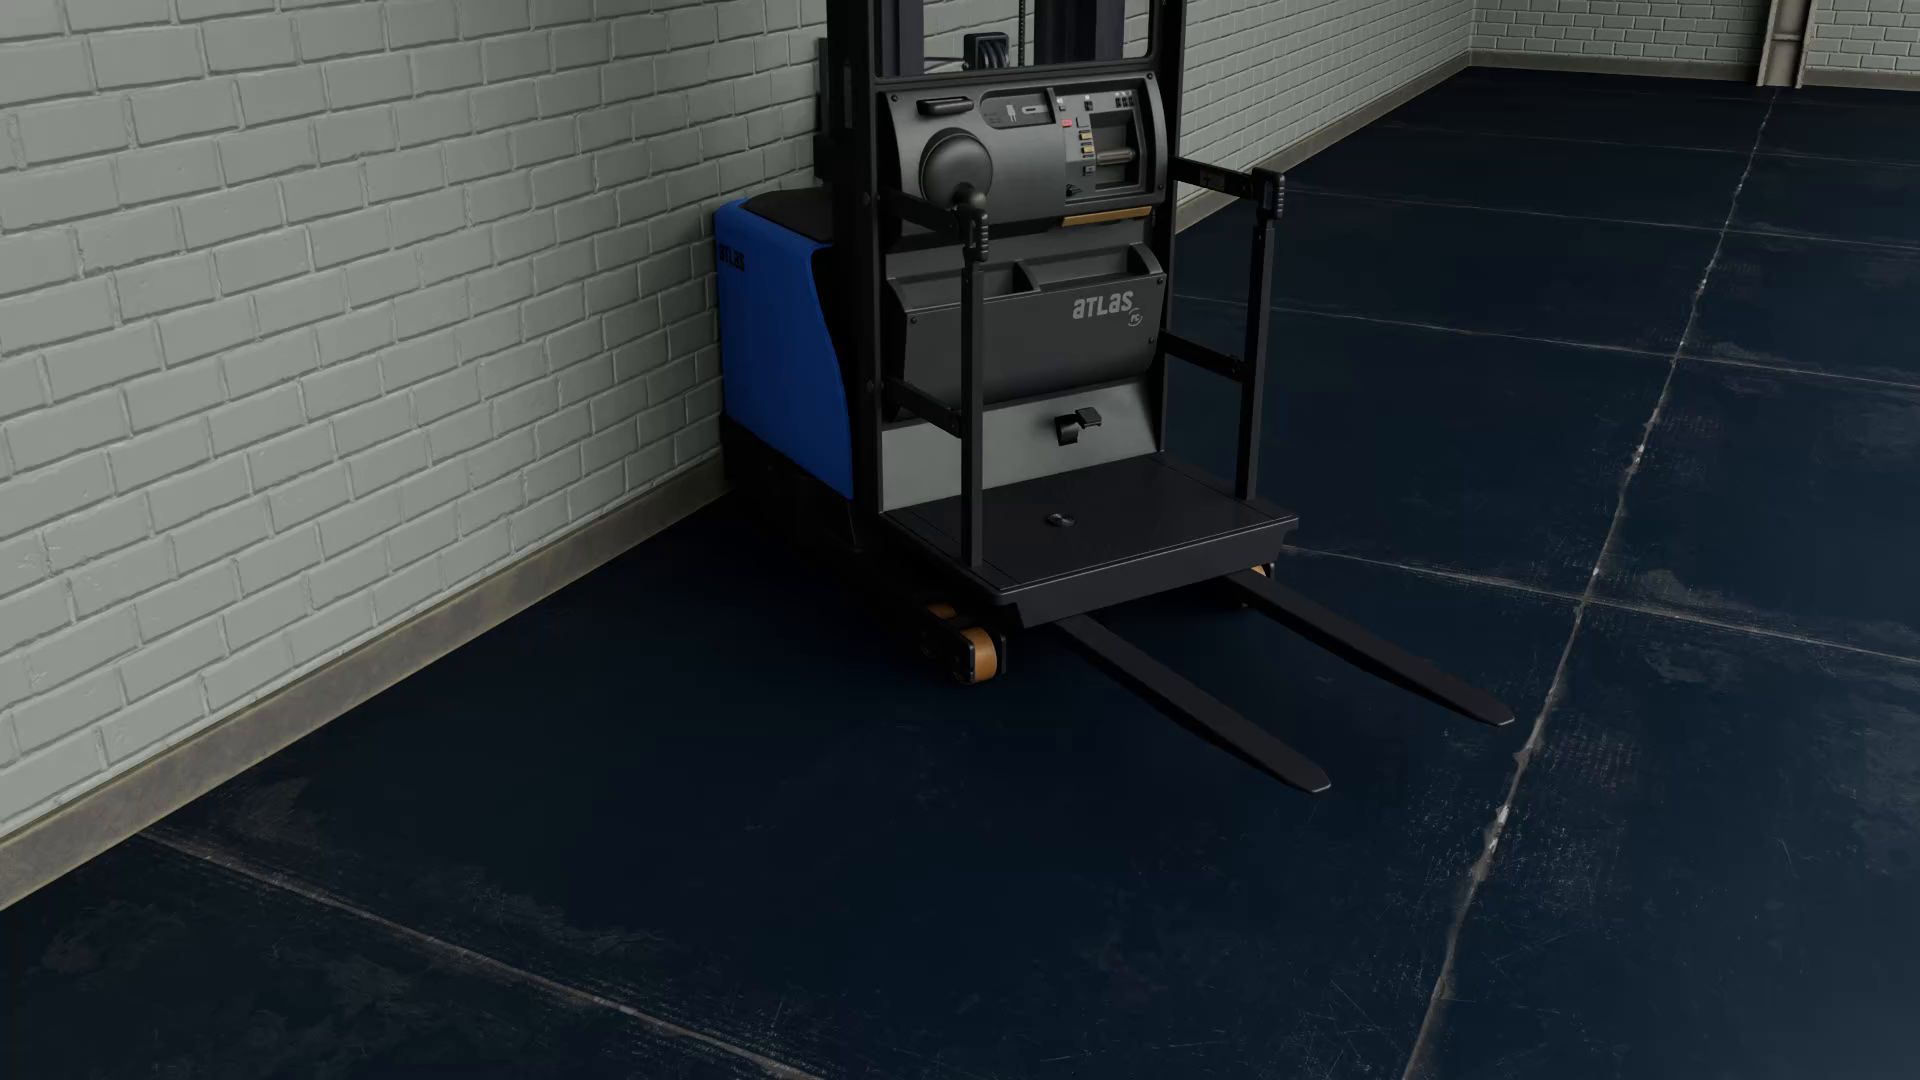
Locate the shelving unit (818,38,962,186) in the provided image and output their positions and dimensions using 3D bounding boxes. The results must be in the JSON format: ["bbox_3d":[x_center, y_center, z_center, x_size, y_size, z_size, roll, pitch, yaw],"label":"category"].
[{"bbox_3d":[-0.176,-1.242,6.670,0.431,1.500,0.755,9,21,25],"label":"shelving unit"}]

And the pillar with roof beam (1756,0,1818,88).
[{"bbox_3d":[5.999,-7.050,10.830,0.400,9.000,9.100,11,25,25],"label":"pillar with roof beam"}]

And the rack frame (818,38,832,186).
[{"bbox_3d":[-0.340,-1.136,6.360,0.400,1.500,0.023,9,21,25],"label":"rack frame"}]

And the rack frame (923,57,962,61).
[{"bbox_3d":[-0.013,-1.347,6.980,0.400,1.500,0.023,9,21,25],"label":"rack frame"}]

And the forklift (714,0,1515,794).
[{"bbox_3d":[0.320,-1.139,4.684,1.130,2.935,3.031,-13,26,-28],"label":"forklift"}]
